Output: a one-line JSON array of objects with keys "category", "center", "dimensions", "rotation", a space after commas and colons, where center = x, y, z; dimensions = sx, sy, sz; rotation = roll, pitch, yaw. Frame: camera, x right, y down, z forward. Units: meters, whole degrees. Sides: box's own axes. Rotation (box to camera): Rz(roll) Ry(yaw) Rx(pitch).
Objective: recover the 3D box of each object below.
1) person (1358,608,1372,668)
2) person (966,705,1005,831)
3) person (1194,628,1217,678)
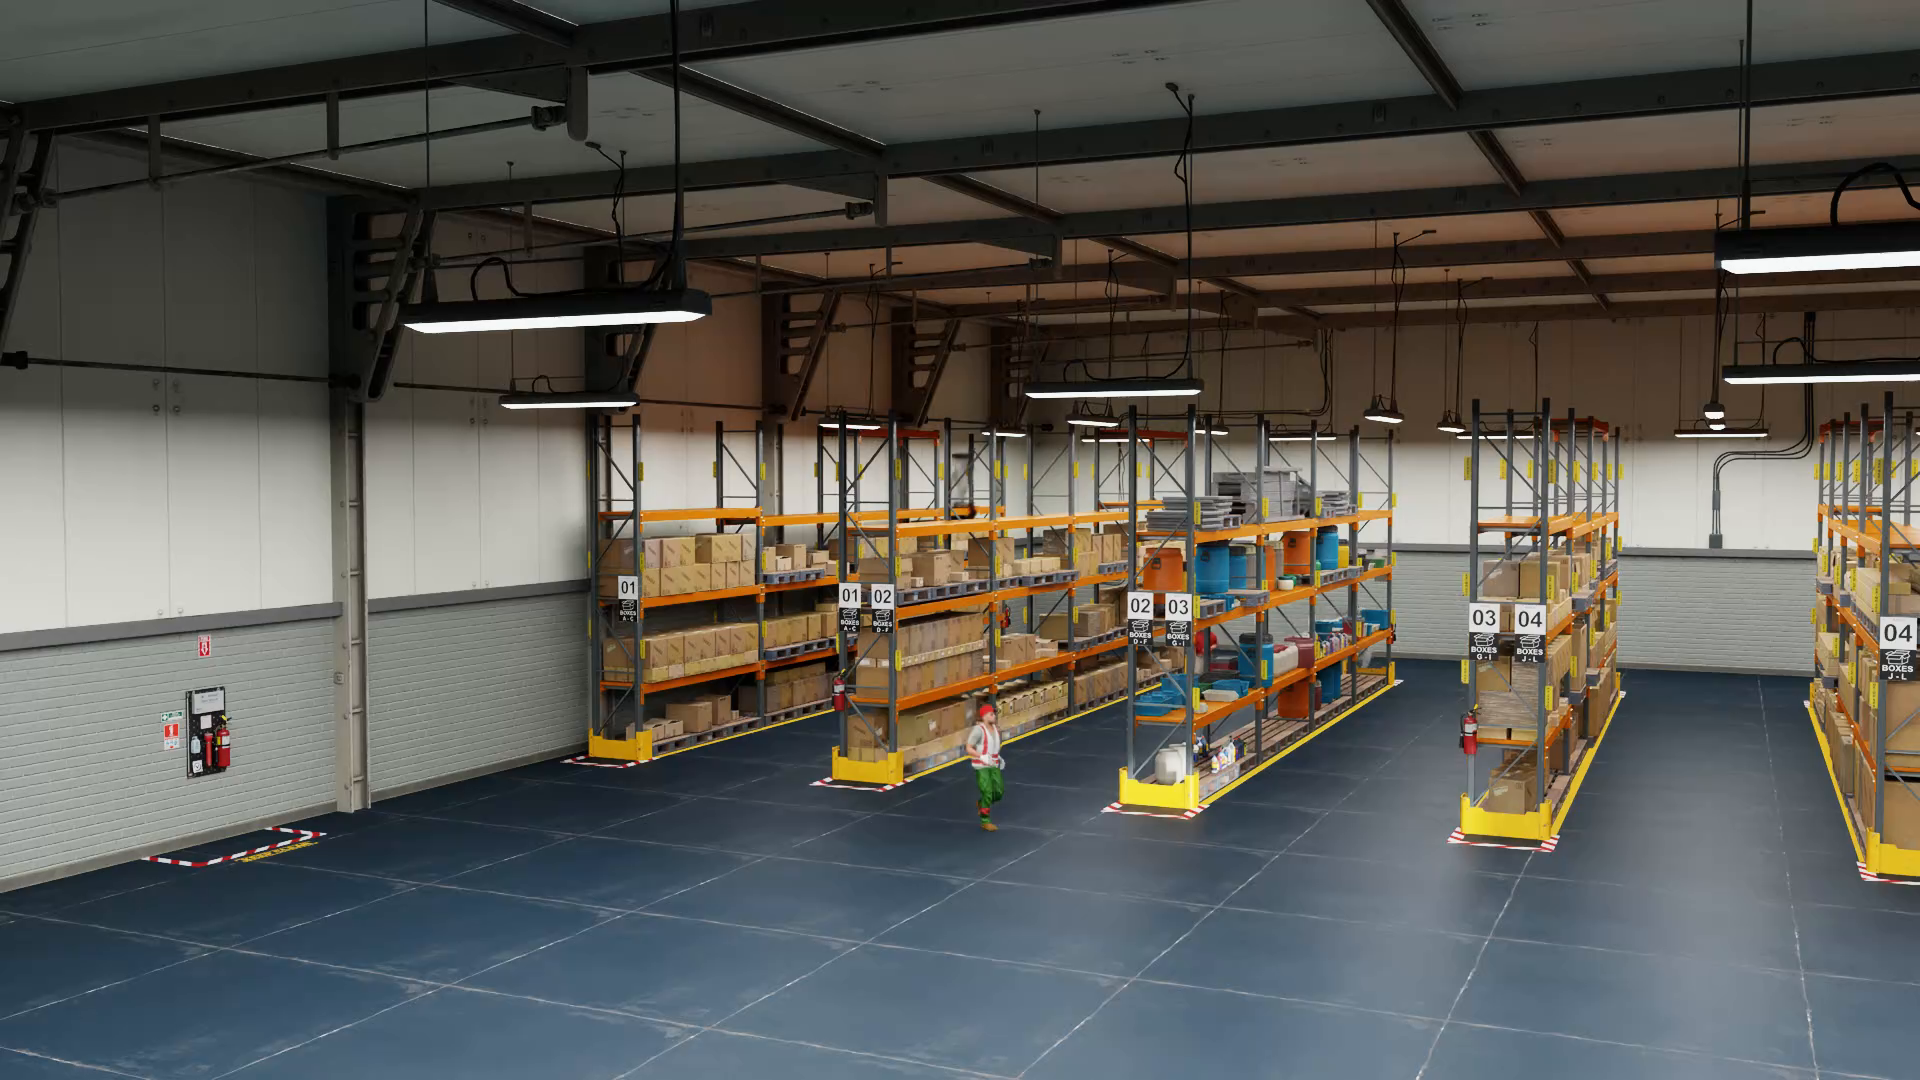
[{"category": "person", "center": [9.921, 2.507, 41.126], "dimensions": [0.658, 1.667, 0.612], "rotation": [2, 3, 44]}, {"category": "person", "center": [0.355, 3.175, 23.223], "dimensions": [0.636, 1.752, 0.636], "rotation": [-2, 3, -43]}, {"category": "person", "center": [5.404, 2.654, 36.759], "dimensions": [0.573, 1.779, 0.915], "rotation": [1, 2, 17]}]
